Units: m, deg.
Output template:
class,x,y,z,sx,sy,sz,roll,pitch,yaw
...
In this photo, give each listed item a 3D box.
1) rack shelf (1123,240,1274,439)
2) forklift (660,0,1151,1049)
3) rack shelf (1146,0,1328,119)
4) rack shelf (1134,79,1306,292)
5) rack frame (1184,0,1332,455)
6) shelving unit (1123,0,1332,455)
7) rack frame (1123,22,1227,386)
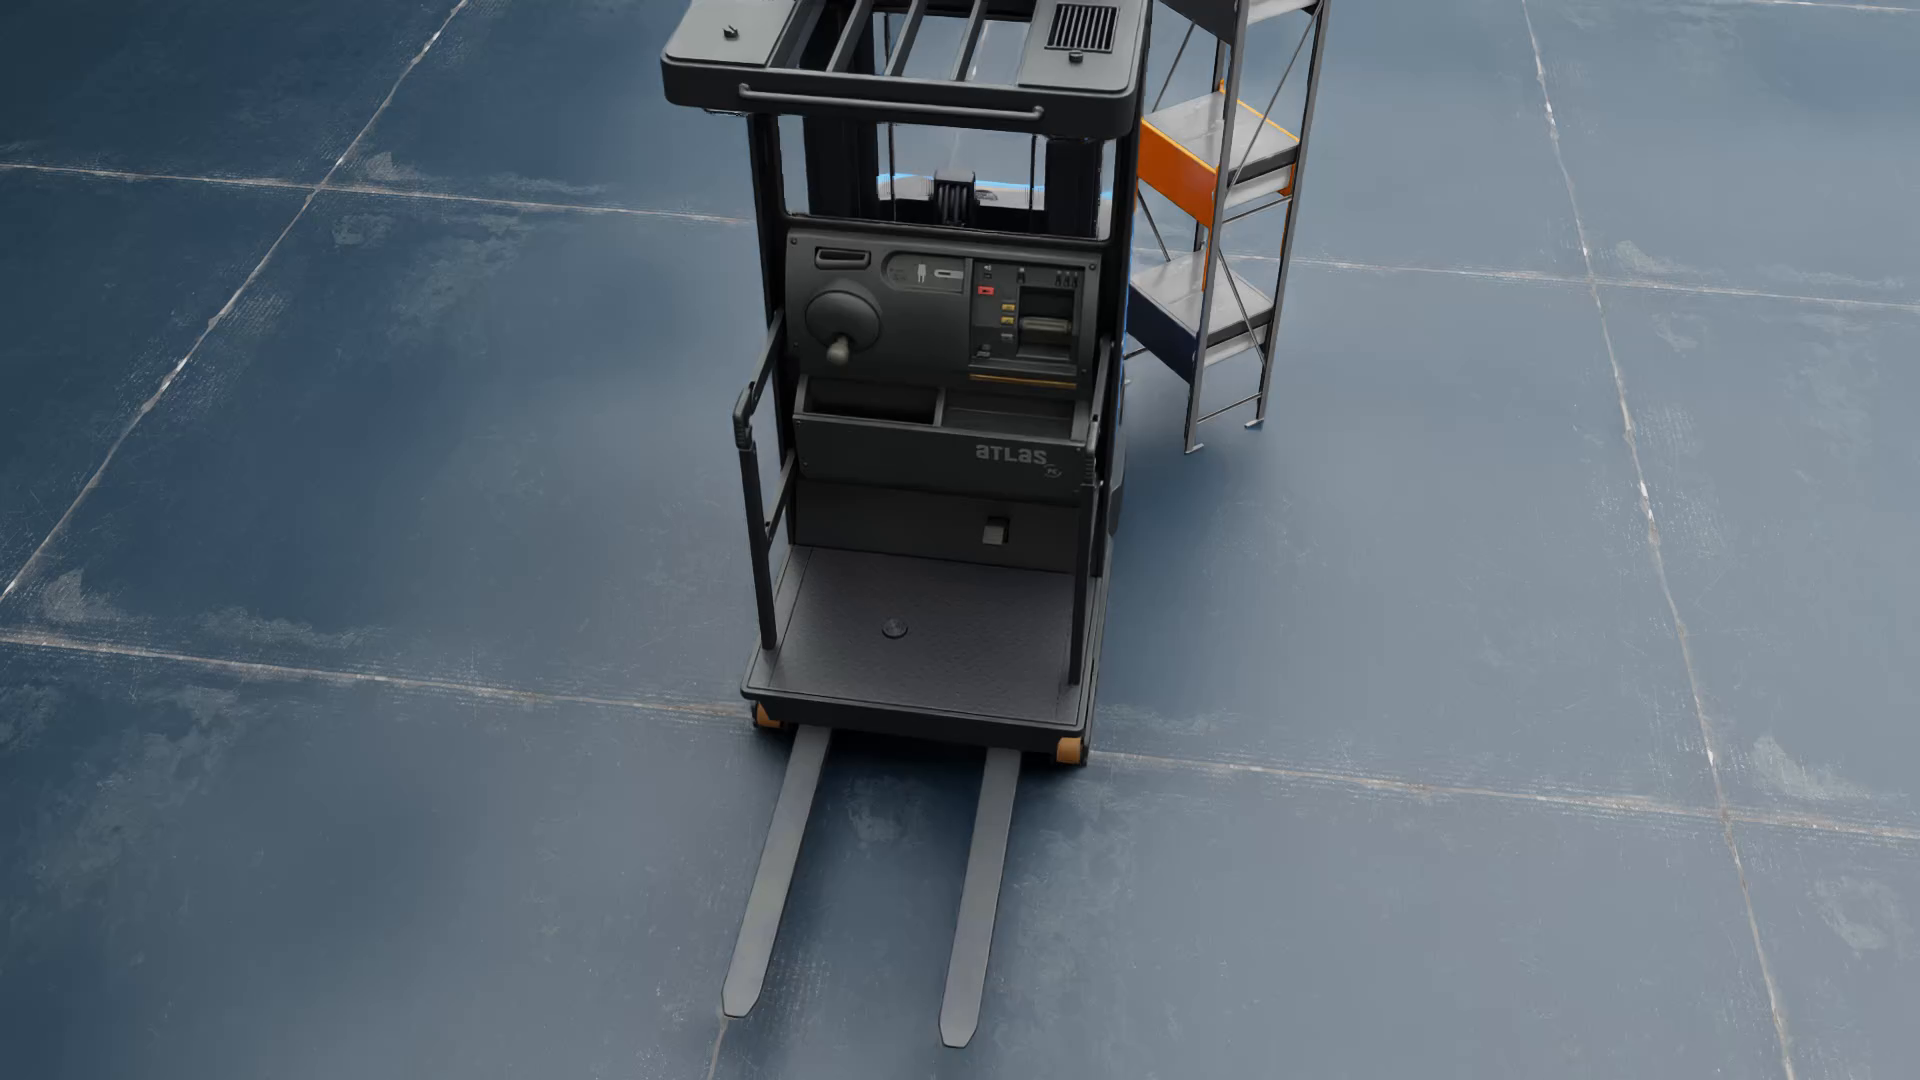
class,x,y,z,sx,sy,sz,roll,pitch,yaw
rack shelf,0.932,-0.801,6.607,0.431,0.518,0.480,-24,48,-23
forklift,-0.087,-0.596,4.748,1.130,2.935,3.031,6,44,6
rack shelf,0.932,-1.818,5.644,0.431,0.518,0.480,-24,48,-23
rack shelf,0.932,-1.309,6.126,0.431,0.518,0.480,-24,48,-23
rack frame,1.063,-1.178,5.967,0.400,2.100,0.015,-24,48,-23
shelving unit,0.932,-1.319,6.116,0.431,2.100,0.503,-24,48,-23
rack frame,0.801,-1.461,6.266,0.400,2.100,0.015,-24,48,-23
